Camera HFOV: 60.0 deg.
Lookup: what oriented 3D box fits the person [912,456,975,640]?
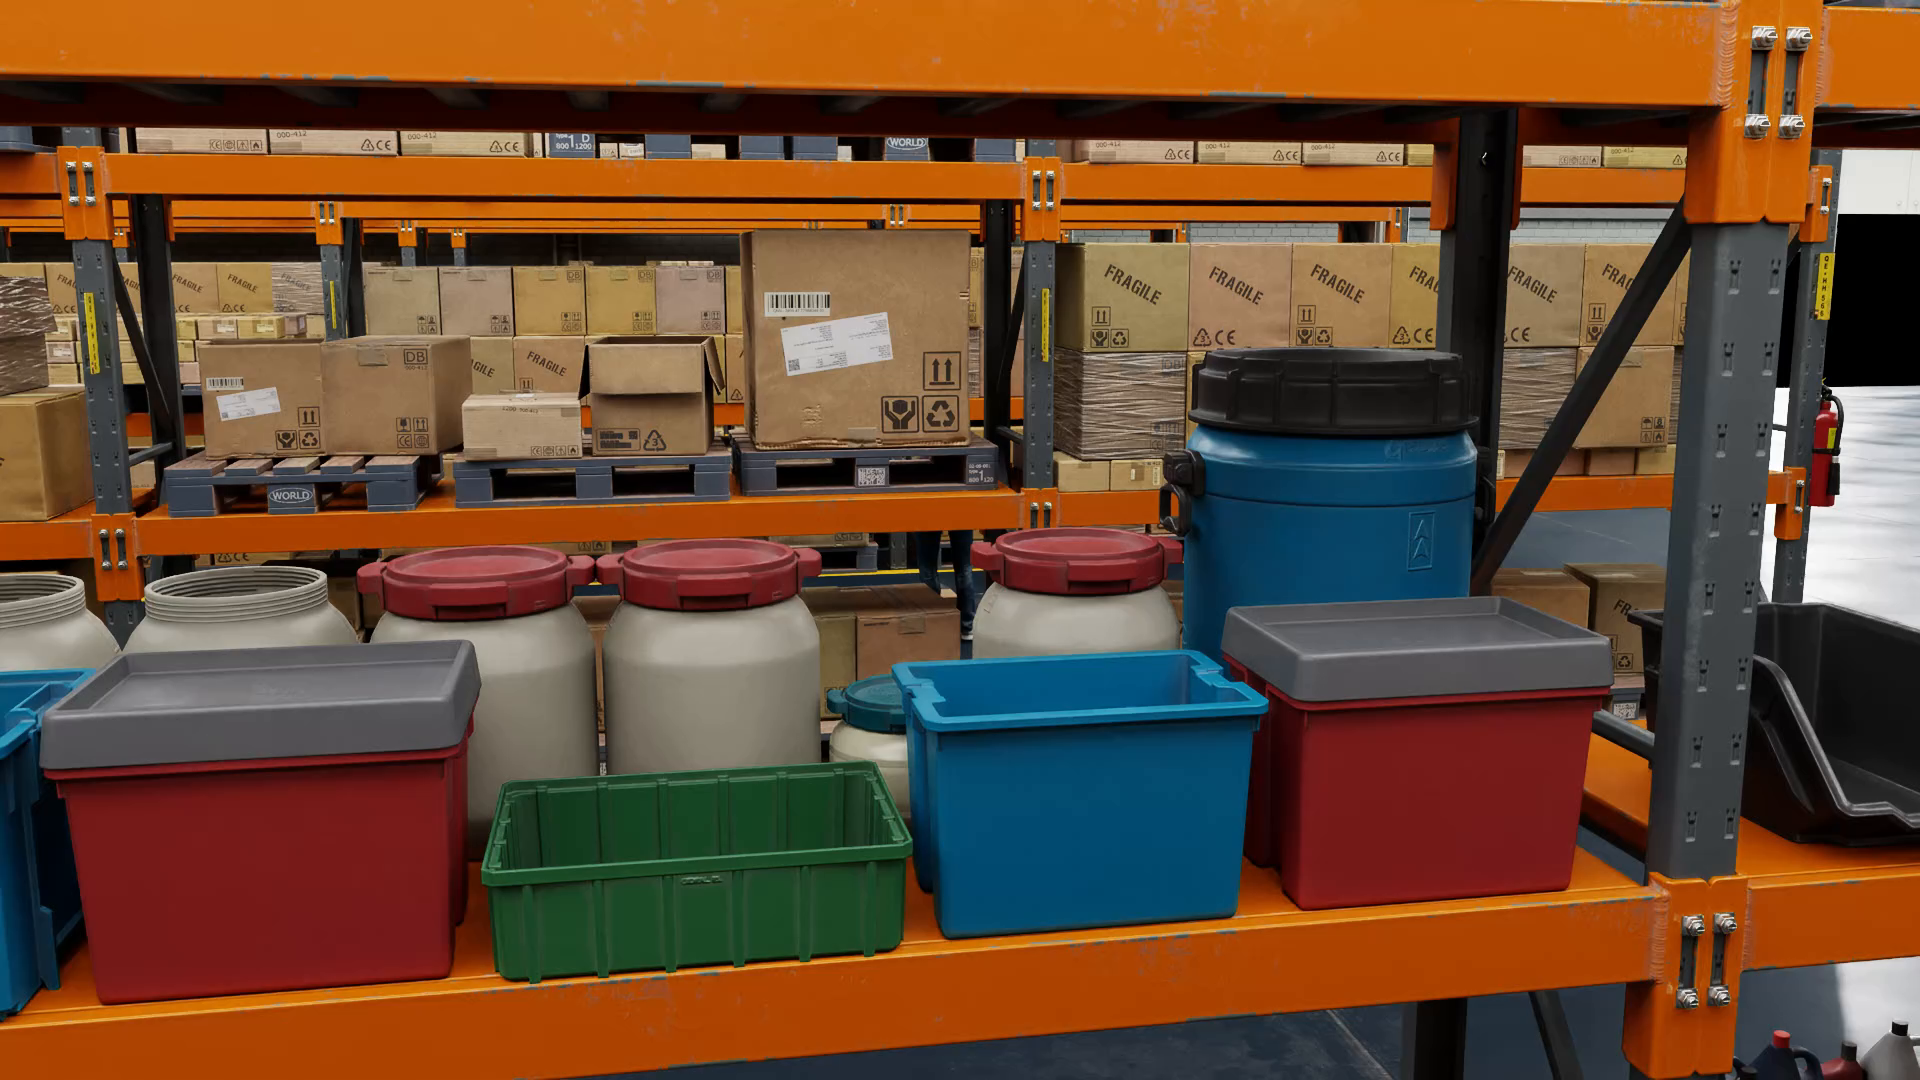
[{"bbox_3d":[-0.102,-0.156,10.325,0.480,1.593,0.344,-2,10,-13],"label":"person"}]
